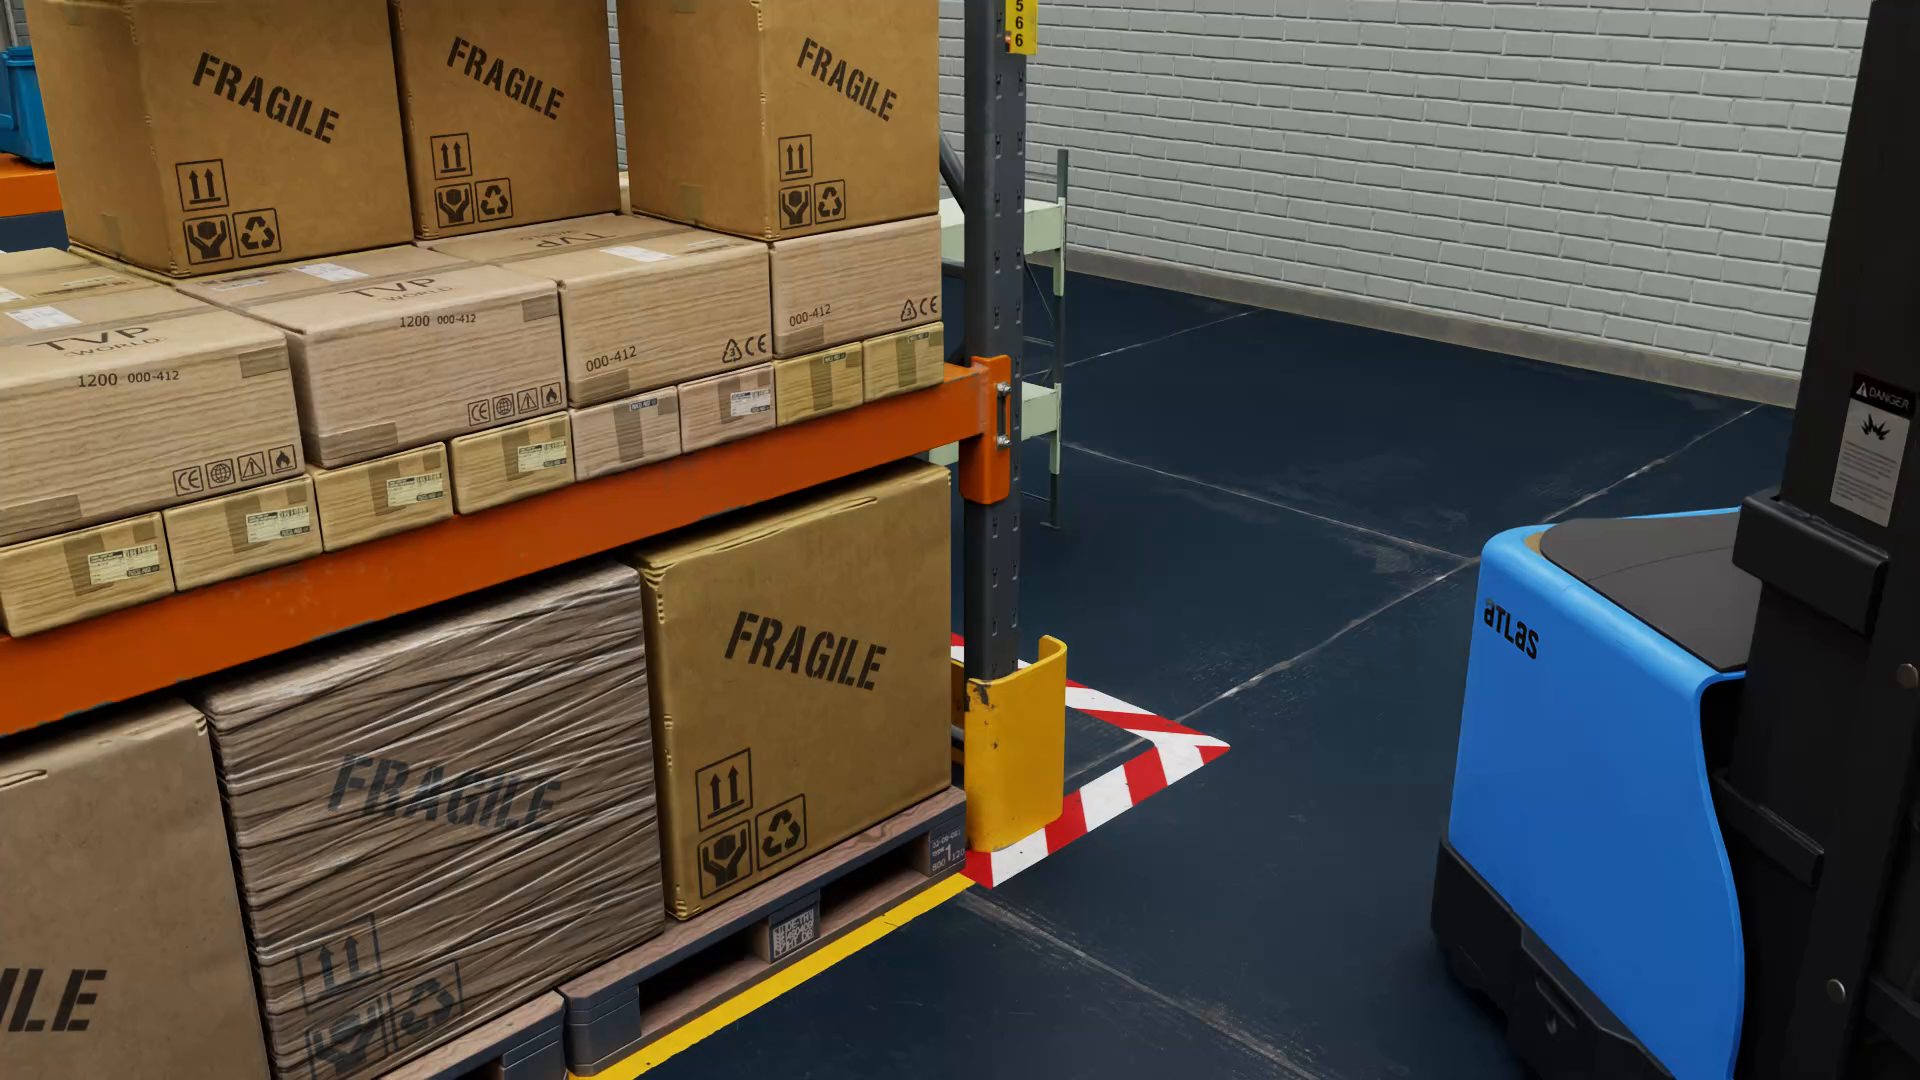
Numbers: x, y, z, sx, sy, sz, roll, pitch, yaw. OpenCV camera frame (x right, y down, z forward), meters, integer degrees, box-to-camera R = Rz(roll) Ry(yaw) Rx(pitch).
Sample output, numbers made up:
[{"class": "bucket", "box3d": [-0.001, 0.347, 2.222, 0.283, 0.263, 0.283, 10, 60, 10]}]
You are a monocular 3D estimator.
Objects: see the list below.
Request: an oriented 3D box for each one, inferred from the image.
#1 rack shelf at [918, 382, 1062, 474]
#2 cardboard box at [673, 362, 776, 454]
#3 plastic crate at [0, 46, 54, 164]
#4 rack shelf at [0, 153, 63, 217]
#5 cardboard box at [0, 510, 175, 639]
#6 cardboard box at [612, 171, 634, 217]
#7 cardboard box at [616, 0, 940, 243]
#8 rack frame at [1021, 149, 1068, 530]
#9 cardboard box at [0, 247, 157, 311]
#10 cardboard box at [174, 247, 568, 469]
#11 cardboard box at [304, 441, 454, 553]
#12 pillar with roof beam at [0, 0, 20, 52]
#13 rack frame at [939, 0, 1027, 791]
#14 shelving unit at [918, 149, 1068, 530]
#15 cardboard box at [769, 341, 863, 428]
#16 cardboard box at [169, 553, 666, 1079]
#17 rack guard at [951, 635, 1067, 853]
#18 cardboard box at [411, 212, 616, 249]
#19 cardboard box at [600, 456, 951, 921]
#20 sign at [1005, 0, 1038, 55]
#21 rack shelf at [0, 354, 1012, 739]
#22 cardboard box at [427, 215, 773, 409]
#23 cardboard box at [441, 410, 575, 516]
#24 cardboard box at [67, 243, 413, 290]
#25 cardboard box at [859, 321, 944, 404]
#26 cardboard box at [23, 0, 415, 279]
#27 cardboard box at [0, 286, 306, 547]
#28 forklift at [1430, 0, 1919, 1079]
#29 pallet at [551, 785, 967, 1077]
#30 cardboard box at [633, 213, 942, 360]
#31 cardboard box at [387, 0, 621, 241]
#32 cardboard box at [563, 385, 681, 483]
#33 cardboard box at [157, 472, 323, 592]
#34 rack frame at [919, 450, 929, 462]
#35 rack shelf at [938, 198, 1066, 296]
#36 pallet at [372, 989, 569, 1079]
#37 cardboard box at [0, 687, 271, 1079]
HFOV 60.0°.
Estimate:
[{"class": "rack shelf", "box3d": [-0.005, -0.394, 6.418, 0.431, 0.370, 0.720, 19, 28, 41]}, {"class": "cardboard box", "box3d": [-0.613, -0.321, 3.579, 0.380, 0.149, 0.250, 19, 28, 41]}, {"class": "plastic crate", "box3d": [-3.892, -1.895, 7.192, 0.616, 0.435, 0.499, 19, 28, 41]}, {"class": "rack shelf", "box3d": [-5.187, -1.134, 6.346, 1.077, 0.370, 4.000, 19, 28, 41]}, {"class": "cardboard box", "box3d": [-1.503, 0.007, 2.724, 0.380, 0.149, 0.250, 18, 28, 39]}, {"class": "cardboard box", "box3d": [-0.772, -0.757, 4.158, 0.500, 0.250, 0.500, 18, 28, 39]}, {"class": "cardboard box", "box3d": [-0.395, -0.972, 3.672, 0.500, 0.500, 0.500, 20, 29, 41]}, {"class": "rack frame", "box3d": [0.251, -0.792, 6.546, 0.400, 1.500, 0.023, 19, 28, 41]}, {"class": "cardboard box", "box3d": [-1.843, -0.358, 3.120, 0.500, 0.250, 0.500, 19, 28, 40]}, {"class": "cardboard box", "box3d": [-1.100, -0.361, 3.127, 0.500, 0.250, 0.500, 18, 27, 39]}, {"class": "cardboard box", "box3d": [-1.148, -0.123, 3.064, 0.380, 0.149, 0.250, 19, 28, 41]}, {"class": "pillar with roof beam", "box3d": [-6.542, -7.097, 12.495, 9.100, 9.000, 0.400, 19, 28, 41]}, {"class": "rack frame", "box3d": [-0.243, -0.744, 4.330, 1.000, 3.000, 0.127, 19, 28, 41]}, {"class": "shelving unit", "box3d": [-0.005, -0.698, 6.301, 0.431, 1.500, 0.755, 19, 28, 41]}, {"class": "cardboard box", "box3d": [-0.436, -0.386, 3.747, 0.380, 0.149, 0.250, 20, 28, 41]}, {"class": "cardboard box", "box3d": [-1.267, 0.470, 3.547, 0.875, 0.875, 0.875, 19, 28, 41]}, {"class": "rack guard", "box3d": [-0.227, 0.417, 4.794, 1.175, 0.500, 0.348, 19, 28, 41]}, {"class": "cardboard box", "box3d": [-1.129, -0.622, 3.806, 0.500, 0.250, 0.500, 19, 28, 40]}, {"class": "cardboard box", "box3d": [-0.632, 0.236, 4.155, 0.875, 0.875, 0.875, 19, 28, 41]}, {"class": "sign", "box3d": [0.136, -1.256, 3.717, 0.100, 0.325, 0.005, 19, 28, 41]}, {"class": "rack shelf", "box3d": [-1.638, 0.106, 3.121, 1.077, 0.370, 4.000, 19, 28, 41]}, {"class": "cardboard box", "box3d": [-0.746, -0.492, 3.467, 0.500, 0.250, 0.500, 19, 28, 40]}, {"class": "cardboard box", "box3d": [-0.967, -0.190, 3.238, 0.380, 0.149, 0.250, 18, 28, 39]}, {"class": "cardboard box", "box3d": [-1.483, -0.494, 3.472, 0.500, 0.250, 0.500, 18, 27, 39]}, {"class": "cardboard box", "box3d": [-0.256, -0.453, 3.922, 0.250, 0.149, 0.380, -20, 28, -41]}, {"class": "cardboard box", "box3d": [-1.477, -0.844, 3.339, 0.500, 0.500, 0.500, 18, 28, 39]}, {"class": "cardboard box", "box3d": [-1.461, -0.226, 2.776, 0.500, 0.250, 0.500, 19, 28, 41]}, {"class": "forklift", "box3d": [1.963, 0.082, 2.275, 1.130, 2.935, 3.031, -5, 22, -13]}, {"class": "pallet", "box3d": [-0.745, 0.783, 4.244, 1.003, 0.211, 1.213, 19, 28, 41]}, {"class": "cardboard box", "box3d": [-0.391, -0.622, 3.806, 0.500, 0.250, 0.500, 19, 28, 40]}, {"class": "cardboard box", "box3d": [-1.120, -0.979, 3.689, 0.500, 0.500, 0.500, 18, 28, 39]}, {"class": "cardboard box", "box3d": [-0.787, -0.257, 3.413, 0.250, 0.149, 0.380, -20, 28, -41]}, {"class": "cardboard box", "box3d": [-1.322, -0.060, 2.900, 0.250, 0.149, 0.380, -19, 28, -41]}, {"class": "rack frame", "box3d": [-0.260, -0.604, 6.056, 0.400, 1.500, 0.023, 19, 28, 41]}, {"class": "rack shelf", "box3d": [-0.005, -1.063, 6.161, 0.431, 0.370, 0.720, 19, 28, 41]}, {"class": "pallet", "box3d": [-1.596, 1.095, 3.432, 1.003, 0.211, 1.213, 19, 28, 41]}, {"class": "cardboard box", "box3d": [-1.888, 0.699, 2.952, 0.875, 0.875, 0.875, 19, 28, 41]}]
